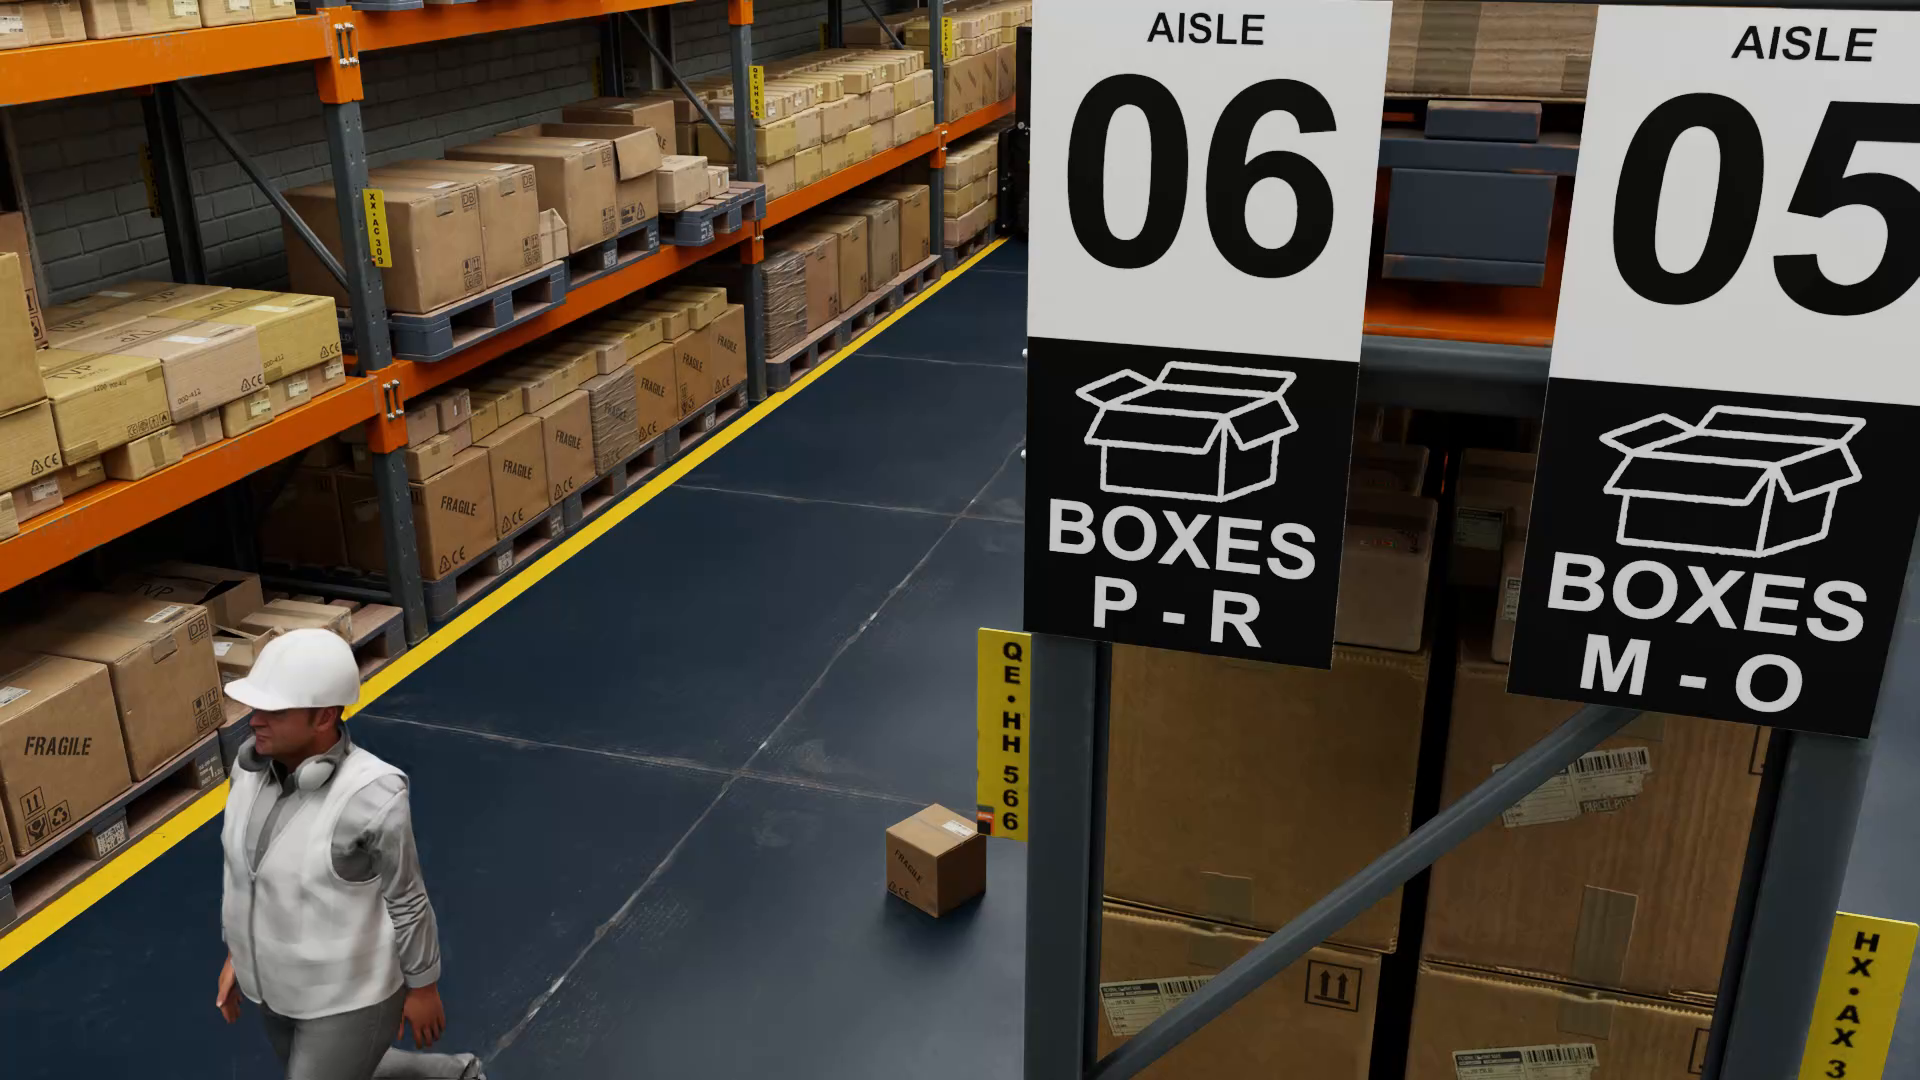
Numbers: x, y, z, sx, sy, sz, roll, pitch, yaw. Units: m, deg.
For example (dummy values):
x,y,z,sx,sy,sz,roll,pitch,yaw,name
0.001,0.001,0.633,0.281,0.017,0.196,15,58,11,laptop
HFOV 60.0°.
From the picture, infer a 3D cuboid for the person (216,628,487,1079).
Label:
x,y,z,sx,sy,sz,roll,pitch,yaw,name
-1.519,1.018,3.999,0.550,1.741,0.919,13,25,29,person
